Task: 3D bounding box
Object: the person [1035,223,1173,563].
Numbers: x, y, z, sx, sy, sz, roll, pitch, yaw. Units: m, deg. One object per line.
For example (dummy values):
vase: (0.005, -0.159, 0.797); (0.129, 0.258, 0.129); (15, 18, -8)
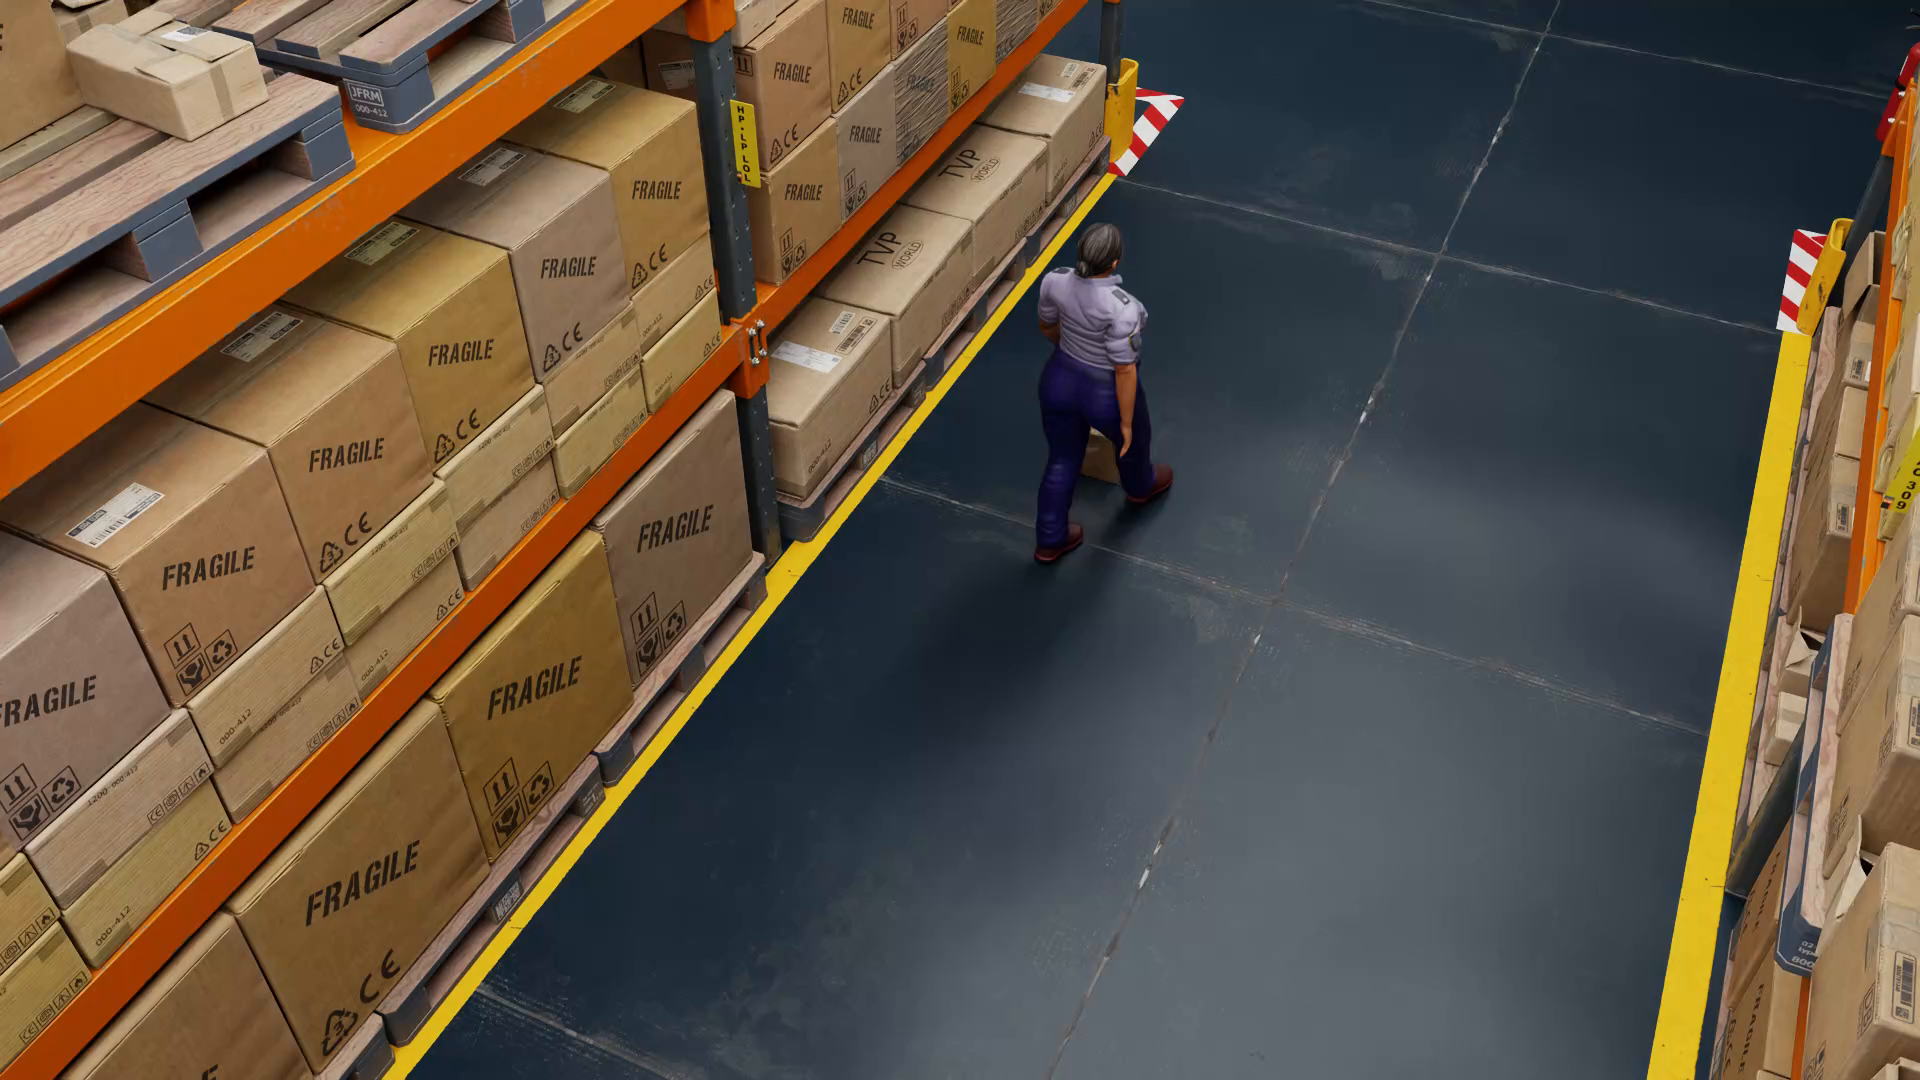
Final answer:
person: (0.608, -0.705, 6.950); (0.531, 1.623, 0.830); (22, 47, 22)
